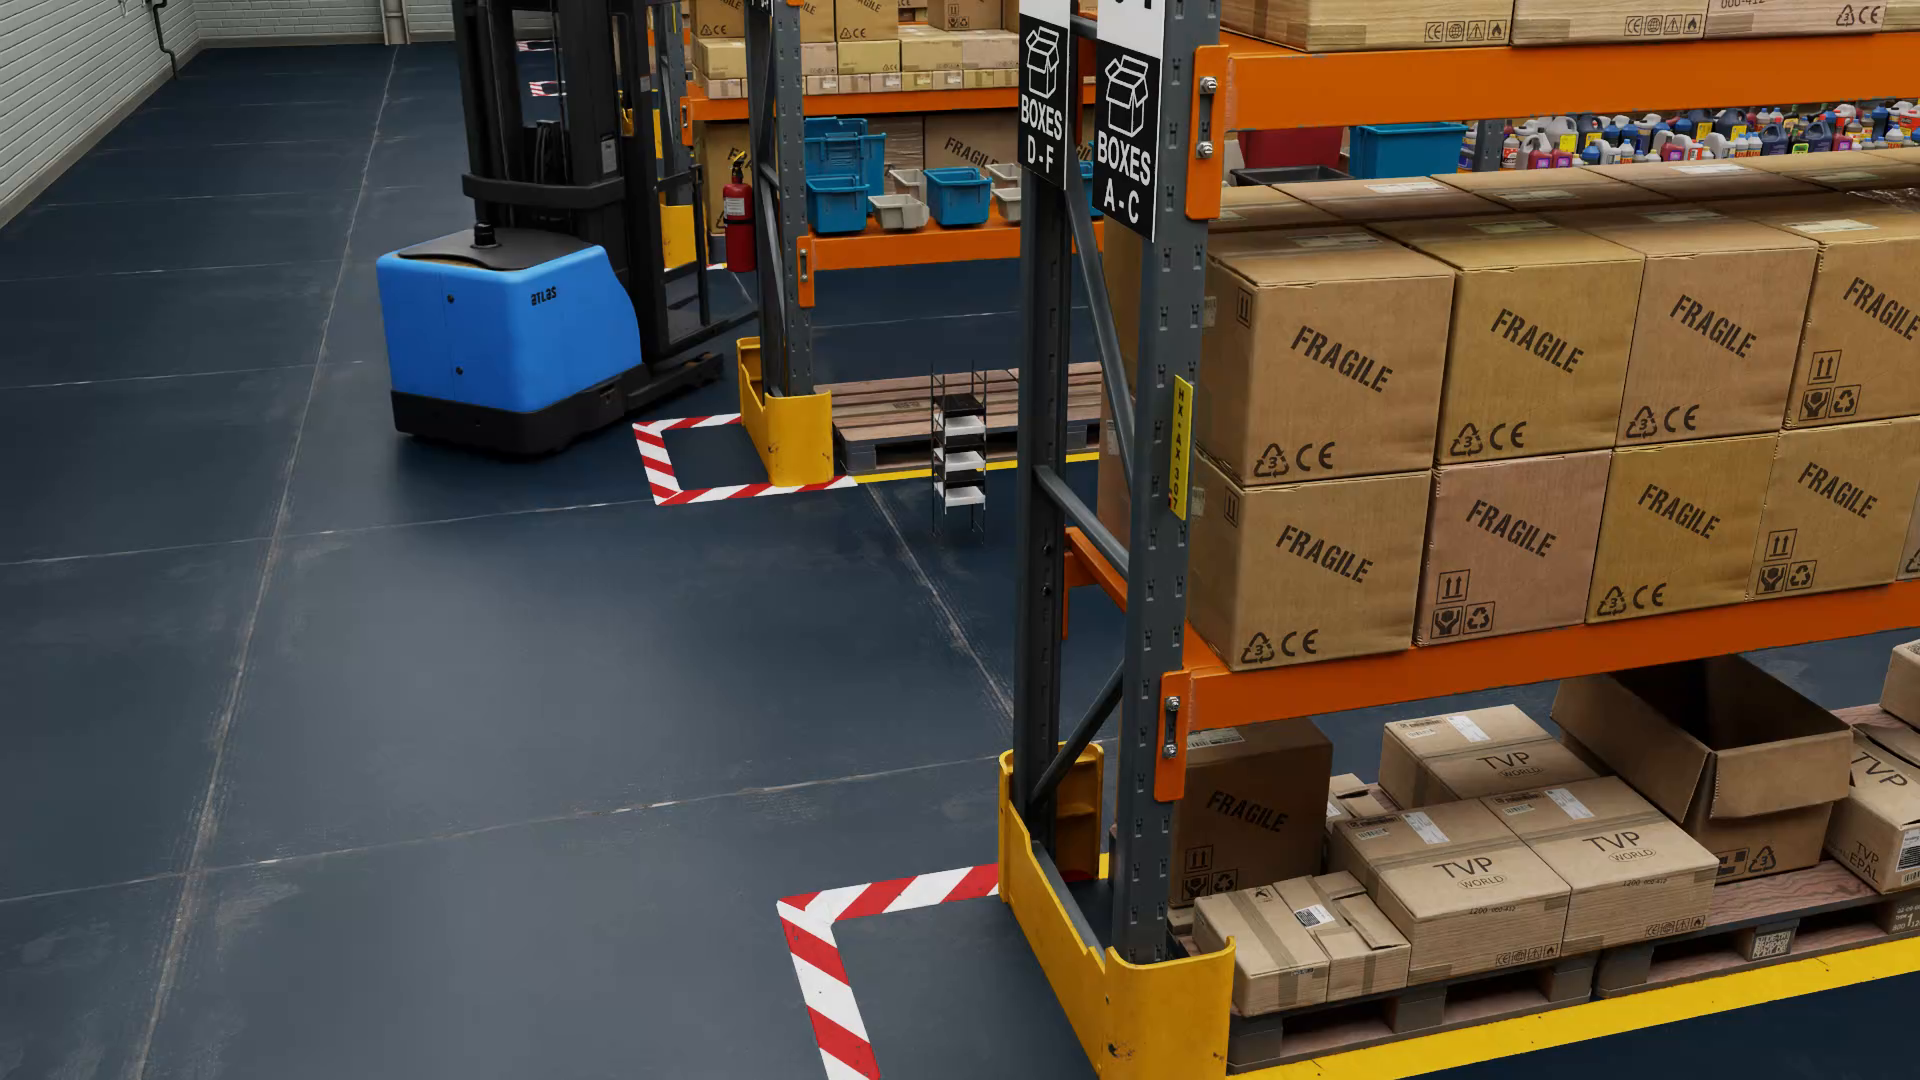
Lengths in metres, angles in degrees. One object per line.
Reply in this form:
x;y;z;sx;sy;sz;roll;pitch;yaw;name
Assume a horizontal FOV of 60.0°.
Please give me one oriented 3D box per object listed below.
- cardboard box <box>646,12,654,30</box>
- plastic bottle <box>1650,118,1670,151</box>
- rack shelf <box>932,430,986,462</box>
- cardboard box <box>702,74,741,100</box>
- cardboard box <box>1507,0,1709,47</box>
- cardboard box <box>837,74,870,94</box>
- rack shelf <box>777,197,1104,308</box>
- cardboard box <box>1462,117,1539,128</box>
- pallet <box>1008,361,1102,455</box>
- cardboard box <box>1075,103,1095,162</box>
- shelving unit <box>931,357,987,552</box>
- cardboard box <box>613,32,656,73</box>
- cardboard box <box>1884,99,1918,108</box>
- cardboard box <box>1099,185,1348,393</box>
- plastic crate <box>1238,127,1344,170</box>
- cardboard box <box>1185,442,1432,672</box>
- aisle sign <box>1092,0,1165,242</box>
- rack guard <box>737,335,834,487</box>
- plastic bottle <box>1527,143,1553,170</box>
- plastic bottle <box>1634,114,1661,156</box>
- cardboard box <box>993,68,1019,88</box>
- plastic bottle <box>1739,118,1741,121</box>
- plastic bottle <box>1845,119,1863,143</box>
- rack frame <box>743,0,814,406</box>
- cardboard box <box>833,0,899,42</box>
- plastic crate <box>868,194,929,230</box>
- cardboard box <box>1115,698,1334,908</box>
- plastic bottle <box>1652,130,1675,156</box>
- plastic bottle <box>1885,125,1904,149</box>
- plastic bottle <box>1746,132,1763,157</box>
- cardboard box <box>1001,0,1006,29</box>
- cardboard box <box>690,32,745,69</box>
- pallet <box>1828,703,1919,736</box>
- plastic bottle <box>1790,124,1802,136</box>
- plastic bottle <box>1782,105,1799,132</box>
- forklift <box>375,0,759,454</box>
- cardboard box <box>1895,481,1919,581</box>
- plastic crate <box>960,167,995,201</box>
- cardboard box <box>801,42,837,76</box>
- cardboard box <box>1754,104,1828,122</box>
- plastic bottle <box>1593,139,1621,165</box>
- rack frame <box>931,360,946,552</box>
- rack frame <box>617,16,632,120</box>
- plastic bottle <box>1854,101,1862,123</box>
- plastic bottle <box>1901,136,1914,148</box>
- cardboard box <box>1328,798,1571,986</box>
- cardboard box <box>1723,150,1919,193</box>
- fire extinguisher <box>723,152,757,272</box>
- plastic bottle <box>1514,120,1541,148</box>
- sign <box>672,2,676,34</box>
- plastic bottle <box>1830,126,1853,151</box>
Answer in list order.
-3.153;-5.470;17.514;0.250;0.149;0.380;-7;24;-15;cardboard box
4.412;-2.519;10.481;0.097;0.271;0.097;0;23;0;plastic bottle
-0.008;-0.465;8.048;0.200;0.077;0.258;-6;24;-14;rack shelf
-1.880;-3.579;13.106;0.250;0.149;0.380;-6;24;-14;cardboard box
1.409;-1.337;3.947;0.500;0.250;0.500;-6;24;-14;cardboard box
-0.892;-3.689;13.363;0.250;0.149;0.380;-7;24;-15;cardboard box
0.952;-1.784;9.516;4.000;0.370;1.077;-6;24;-14;rack shelf
4.721;-3.785;15.429;0.875;0.875;1.225;-7;24;-17;cardboard box
1.004;-0.822;9.897;1.213;0.211;1.003;-6;24;-14;pallet
0.883;-3.385;14.496;0.875;0.875;0.875;-6;24;-14;cardboard box
-0.008;-0.413;8.071;0.210;0.900;0.258;-6;24;-14;shelving unit
-4.380;-6.668;22.703;0.875;0.438;0.875;-7;24;-16;cardboard box
9.639;-4.132;16.713;0.500;0.500;0.500;-7;24;-16;cardboard box
0.715;-0.678;4.631;0.500;0.500;0.500;-7;24;-15;cardboard box
1.950;-2.385;9.846;0.583;0.464;0.402;-6;24;-14;plastic crate
0.859;-0.014;4.351;0.500;0.500;0.500;-6;24;-13;cardboard box
0.375;-1.096;3.705;0.004;0.787;0.394;-6;24;-14;aisle sign
-0.993;-0.745;9.353;0.348;0.500;1.175;-6;24;-14;rack guard
3.346;-2.151;9.607;0.133;0.283;0.061;-6;24;-14;plastic bottle
4.360;-2.567;10.586;0.135;0.276;0.152;-6;24;-14;plastic bottle
0.344;-3.826;13.681;0.250;0.149;0.380;-6;24;-13;cardboard box
4.994;-2.646;10.776;0.097;0.271;0.097;0;23;0;plastic bottle
5.831;-2.644;10.861;0.097;0.201;0.097;0;23;0;plastic bottle
-0.973;-1.902;8.878;0.127;3.000;1.000;-6;24;-14;rack frame
-0.798;-4.254;13.221;0.500;0.500;0.500;-7;24;-16;cardboard box
-0.316;-1.712;8.694;0.298;0.136;0.250;-6;24;-14;plastic crate
0.818;0.775;5.253;0.500;0.500;0.500;-6;24;-14;cardboard box
4.277;-2.332;10.037;0.135;0.276;0.152;-6;24;-14;plastic bottle
5.742;-2.418;10.245;0.097;0.271;0.097;0;23;0;plastic bottle
4.754;-2.309;9.990;0.097;0.271;0.097;0;23;0;plastic bottle
0.534;-4.617;14.068;0.500;0.500;0.500;-6;24;-14;cardboard box
-1.916;-4.002;13.586;0.500;0.250;0.500;-7;24;-15;cardboard box
3.551;0.908;5.867;1.213;0.211;1.003;-6;24;-14;pallet
5.138;-2.408;10.207;0.133;0.283;0.061;-6;24;-14;plastic bottle
5.416;-2.706;10.900;0.133;0.283;0.061;-6;24;-14;plastic bottle
-2.169;-2.368;10.051;1.130;2.935;3.031;10;25;23;forklift
2.810;-0.231;4.857;0.500;0.500;0.500;-6;24;-13;cardboard box
0.046;-1.989;9.340;0.243;0.136;0.396;-6;24;-14;plastic crate
-1.278;-3.856;13.246;0.500;0.250;0.500;-7;24;-15;cardboard box
8.181;-4.013;16.410;0.500;0.500;0.700;-6;24;-15;cardboard box
3.779;-2.214;9.764;0.135;0.276;0.152;-6;24;-14;plastic bottle
-0.106;-0.402;8.045;0.006;0.900;0.240;-6;24;-14;rack frame
-3.554;-5.676;17.674;0.127;3.000;1.000;-6;24;-14;rack frame
5.896;-2.759;11.024;0.133;0.283;0.061;-6;24;-14;plastic bottle
5.836;-2.396;10.283;0.097;0.201;0.097;0;23;0;plastic bottle
1.443;1.037;4.957;0.500;0.250;0.500;-6;24;-14;cardboard box
2.691;-0.899;5.146;0.500;0.500;0.500;-7;24;-16;cardboard box
-1.241;-1.851;9.331;0.183;0.674;0.296;-6;24;-14;fire extinguisher
3.522;-2.474;10.370;0.135;0.276;0.152;-6;24;-14;plastic bottle
-2.167;-4.005;12.581;0.005;0.325;0.100;-6;24;-14;sign
5.354;-2.373;10.125;0.133;0.283;0.061;-6;24;-14;plastic bottle
